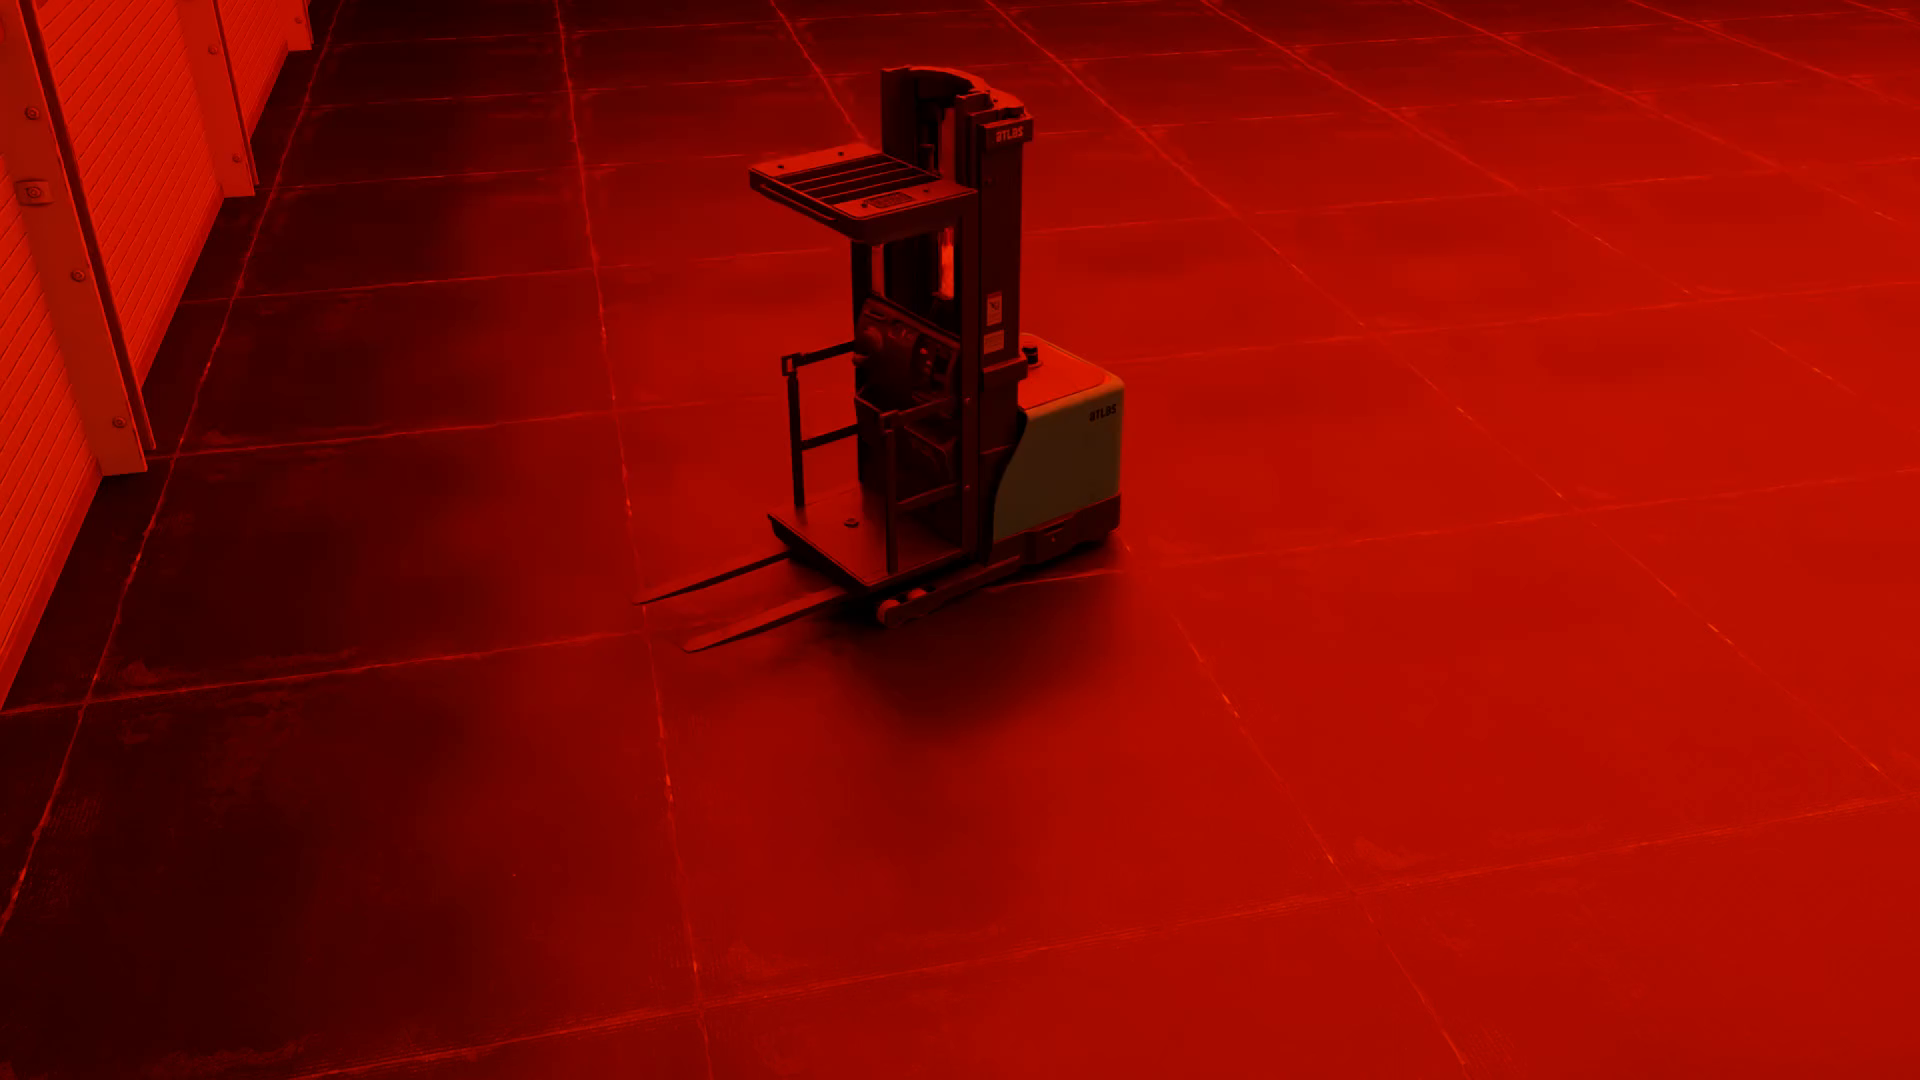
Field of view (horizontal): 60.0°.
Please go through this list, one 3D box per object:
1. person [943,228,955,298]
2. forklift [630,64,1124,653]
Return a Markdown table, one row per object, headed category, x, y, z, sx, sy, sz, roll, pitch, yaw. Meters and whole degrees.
| category | x | y | z | sx | sy | sz | roll | pitch | yaw |
| --- | --- | --- | --- | --- | --- | --- | --- | --- | --- |
| person | -0.186 | -1.595 | 11.783 | 0.499 | 1.559 | 1.022 | 13 | 32 | 21 |
| forklift | -0.472 | -1.057 | 9.400 | 3.031 | 2.935 | 1.130 | -21 | 36 | -31 |
